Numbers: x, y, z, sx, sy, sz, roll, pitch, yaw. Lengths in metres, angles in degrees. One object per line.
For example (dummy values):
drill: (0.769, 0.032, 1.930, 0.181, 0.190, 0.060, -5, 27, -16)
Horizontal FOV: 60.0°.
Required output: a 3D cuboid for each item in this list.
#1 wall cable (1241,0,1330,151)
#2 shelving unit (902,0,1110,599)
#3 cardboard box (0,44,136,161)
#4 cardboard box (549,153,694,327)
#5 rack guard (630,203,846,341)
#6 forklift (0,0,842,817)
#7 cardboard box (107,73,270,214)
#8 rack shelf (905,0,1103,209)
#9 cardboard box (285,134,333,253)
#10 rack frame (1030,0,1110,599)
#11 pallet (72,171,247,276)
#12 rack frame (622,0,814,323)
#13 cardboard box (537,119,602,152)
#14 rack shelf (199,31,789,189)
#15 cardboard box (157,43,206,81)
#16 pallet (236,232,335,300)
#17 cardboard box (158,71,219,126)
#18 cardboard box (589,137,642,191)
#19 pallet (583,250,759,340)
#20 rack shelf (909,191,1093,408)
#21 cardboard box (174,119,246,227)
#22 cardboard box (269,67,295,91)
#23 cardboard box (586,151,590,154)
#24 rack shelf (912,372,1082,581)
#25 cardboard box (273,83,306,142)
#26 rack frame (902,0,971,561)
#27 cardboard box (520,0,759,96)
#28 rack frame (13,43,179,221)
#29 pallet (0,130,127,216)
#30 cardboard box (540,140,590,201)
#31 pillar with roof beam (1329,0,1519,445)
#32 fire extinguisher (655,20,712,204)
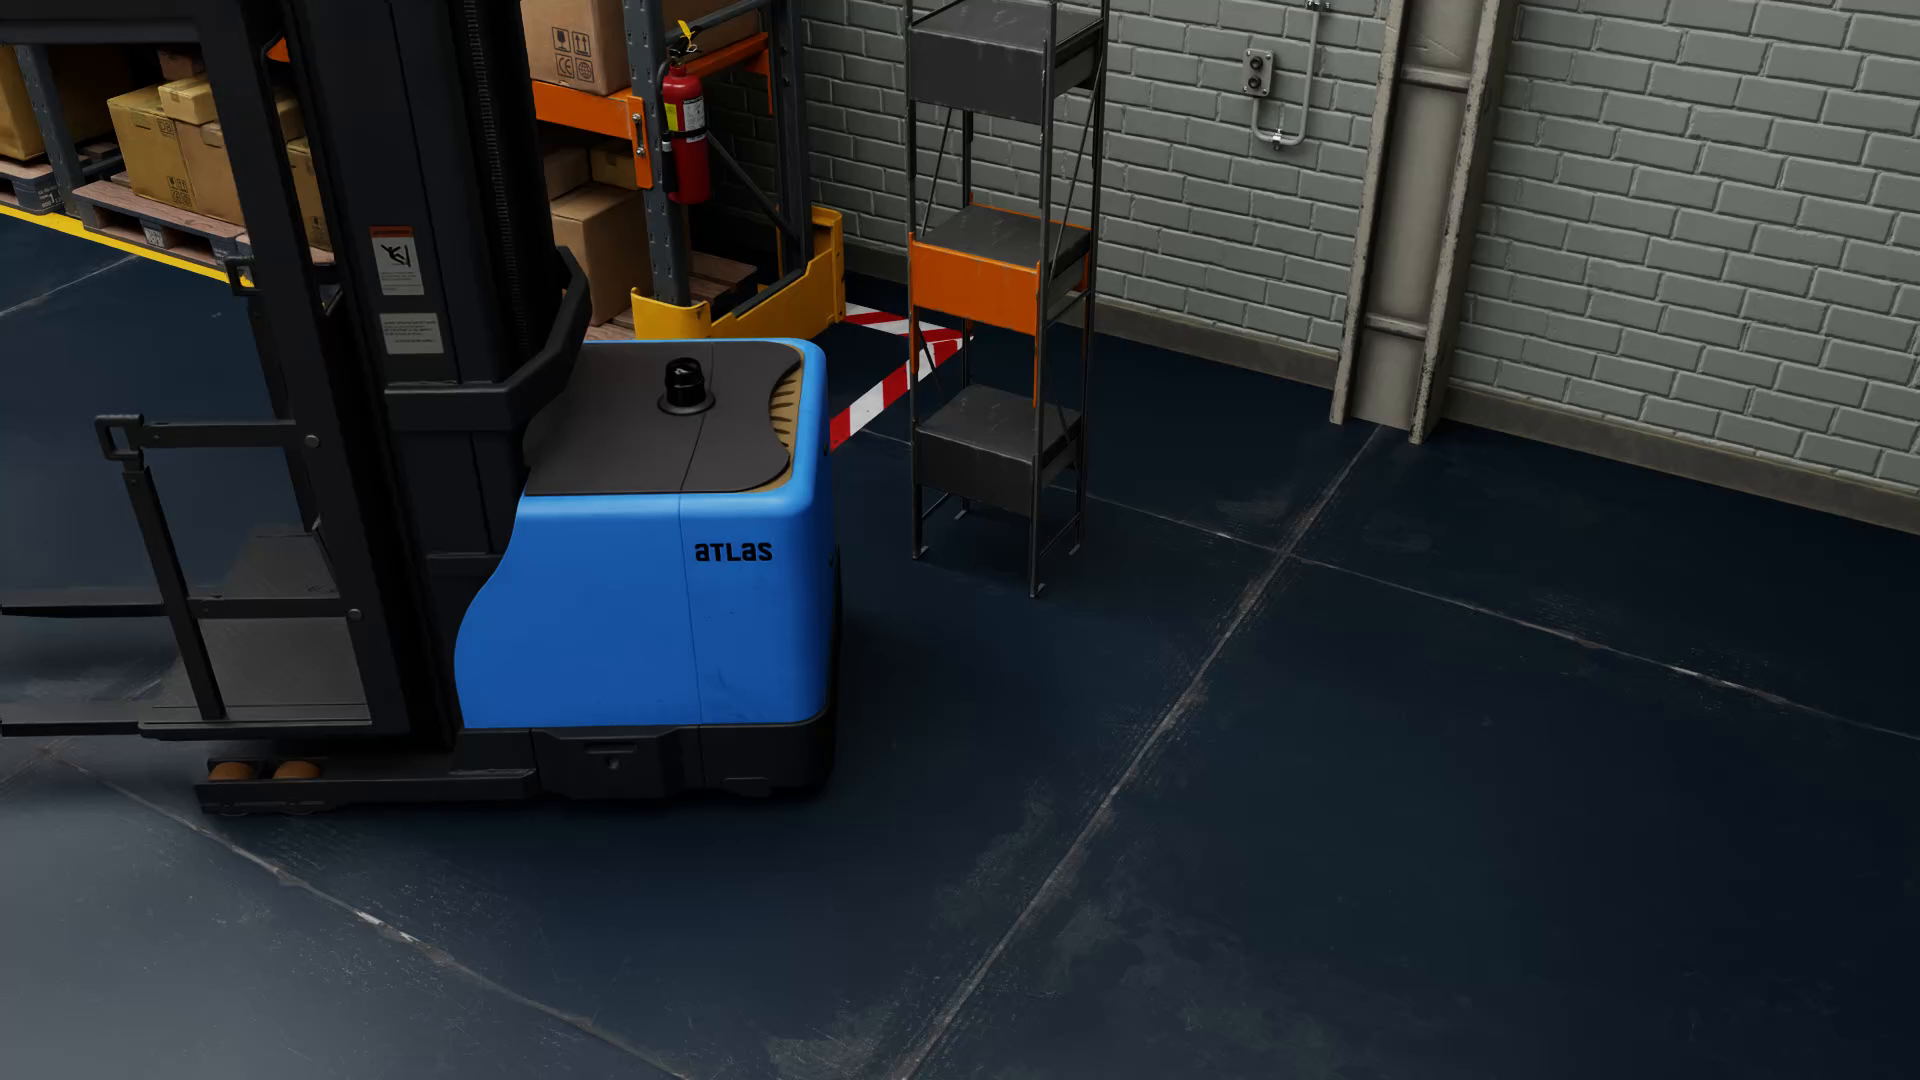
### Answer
wall cable: (0.609, -2.619, 6.561, 1.851, 1.984, 0.084, 18, 37, 24)
shelving unit: (0.144, -0.828, 5.600, 0.503, 2.100, 0.431, 18, 37, 24)
cardboard box: (-5.074, -2.590, 8.993, 0.750, 0.750, 0.750, 18, 38, 25)
cardboard box: (-1.630, -1.372, 7.481, 0.500, 0.500, 0.700, 18, 37, 24)
rack guard: (-0.951, -1.046, 7.370, 0.348, 0.500, 1.175, 18, 37, 24)
forklift: (-1.915, -0.686, 4.636, 3.031, 2.935, 1.130, -1, 34, -1)
cardboard box: (-3.847, -2.073, 8.533, 0.500, 0.500, 0.700, 18, 38, 25)
rack shelf: (0.144, -1.400, 5.219, 0.480, 0.518, 0.431, 18, 37, 24)
cardboard box: (-2.968, -1.791, 8.109, 0.500, 0.500, 0.700, 18, 38, 25)
rack frame: (0.356, -0.761, 5.499, 0.015, 2.100, 0.400, 18, 37, 24)
pallet: (-3.824, -1.786, 8.742, 1.213, 0.211, 1.003, 18, 37, 24)
rack frame: (-0.972, -2.093, 6.687, 0.127, 3.000, 1.000, 18, 37, 24)
cardboard box: (-1.862, -1.843, 7.602, 0.250, 0.149, 0.380, 18, 38, 25)
rack shelf: (-2.709, -2.344, 7.713, 4.000, 0.370, 1.077, 18, 37, 24)
cardboard box: (-3.874, -2.478, 8.556, 0.250, 0.149, 0.380, 17, 37, 24)
pallet: (-2.760, -1.451, 8.239, 1.213, 0.211, 1.003, 18, 37, 24)
cardboard box: (-3.640, -2.161, 8.080, 0.250, 0.149, 0.380, 19, 38, 26)
cardboard box: (-1.422, -1.704, 7.394, 0.250, 0.149, 0.380, 18, 38, 25)
pallet: (-1.705, -1.115, 7.734, 1.213, 0.211, 1.003, 18, 37, 24)
rack shelf: (0.144, -0.817, 5.607, 0.480, 0.518, 0.431, 18, 37, 24)
cardboard box: (-3.412, -1.933, 8.323, 0.500, 0.500, 0.700, 17, 37, 24)
cardboard box: (-3.187, -2.262, 8.232, 0.250, 0.149, 0.380, 16, 37, 23)
cardboard box: (-2.064, -1.510, 7.687, 0.500, 0.500, 0.700, 17, 37, 24)
rack shelf: (0.144, -0.234, 5.995, 0.480, 0.518, 0.431, 18, 37, 24)
cardboard box: (-3.187, -2.017, 7.864, 0.250, 0.149, 0.380, 16, 37, 23)
rack frame: (-0.068, -0.896, 5.700, 0.015, 2.100, 0.400, 18, 37, 24)
cardboard box: (-1.420, -2.354, 6.808, 0.700, 0.700, 0.980, 19, 38, 26)
rack frame: (-4.445, -3.193, 8.339, 0.127, 3.000, 1.000, 18, 37, 24)
pallet: (-5.153, -2.209, 9.376, 1.213, 0.211, 1.003, 18, 37, 24)
cardboard box: (-1.832, -1.590, 7.222, 0.250, 0.149, 0.380, 17, 37, 24)
pillar with roof beam: (-0.335, -2.192, 1.424, 0.400, 9.000, 9.100, 18, 37, 24)
fire extinguisher: (-1.070, -1.642, 6.416, 0.183, 0.674, 0.296, 18, 37, 24)
